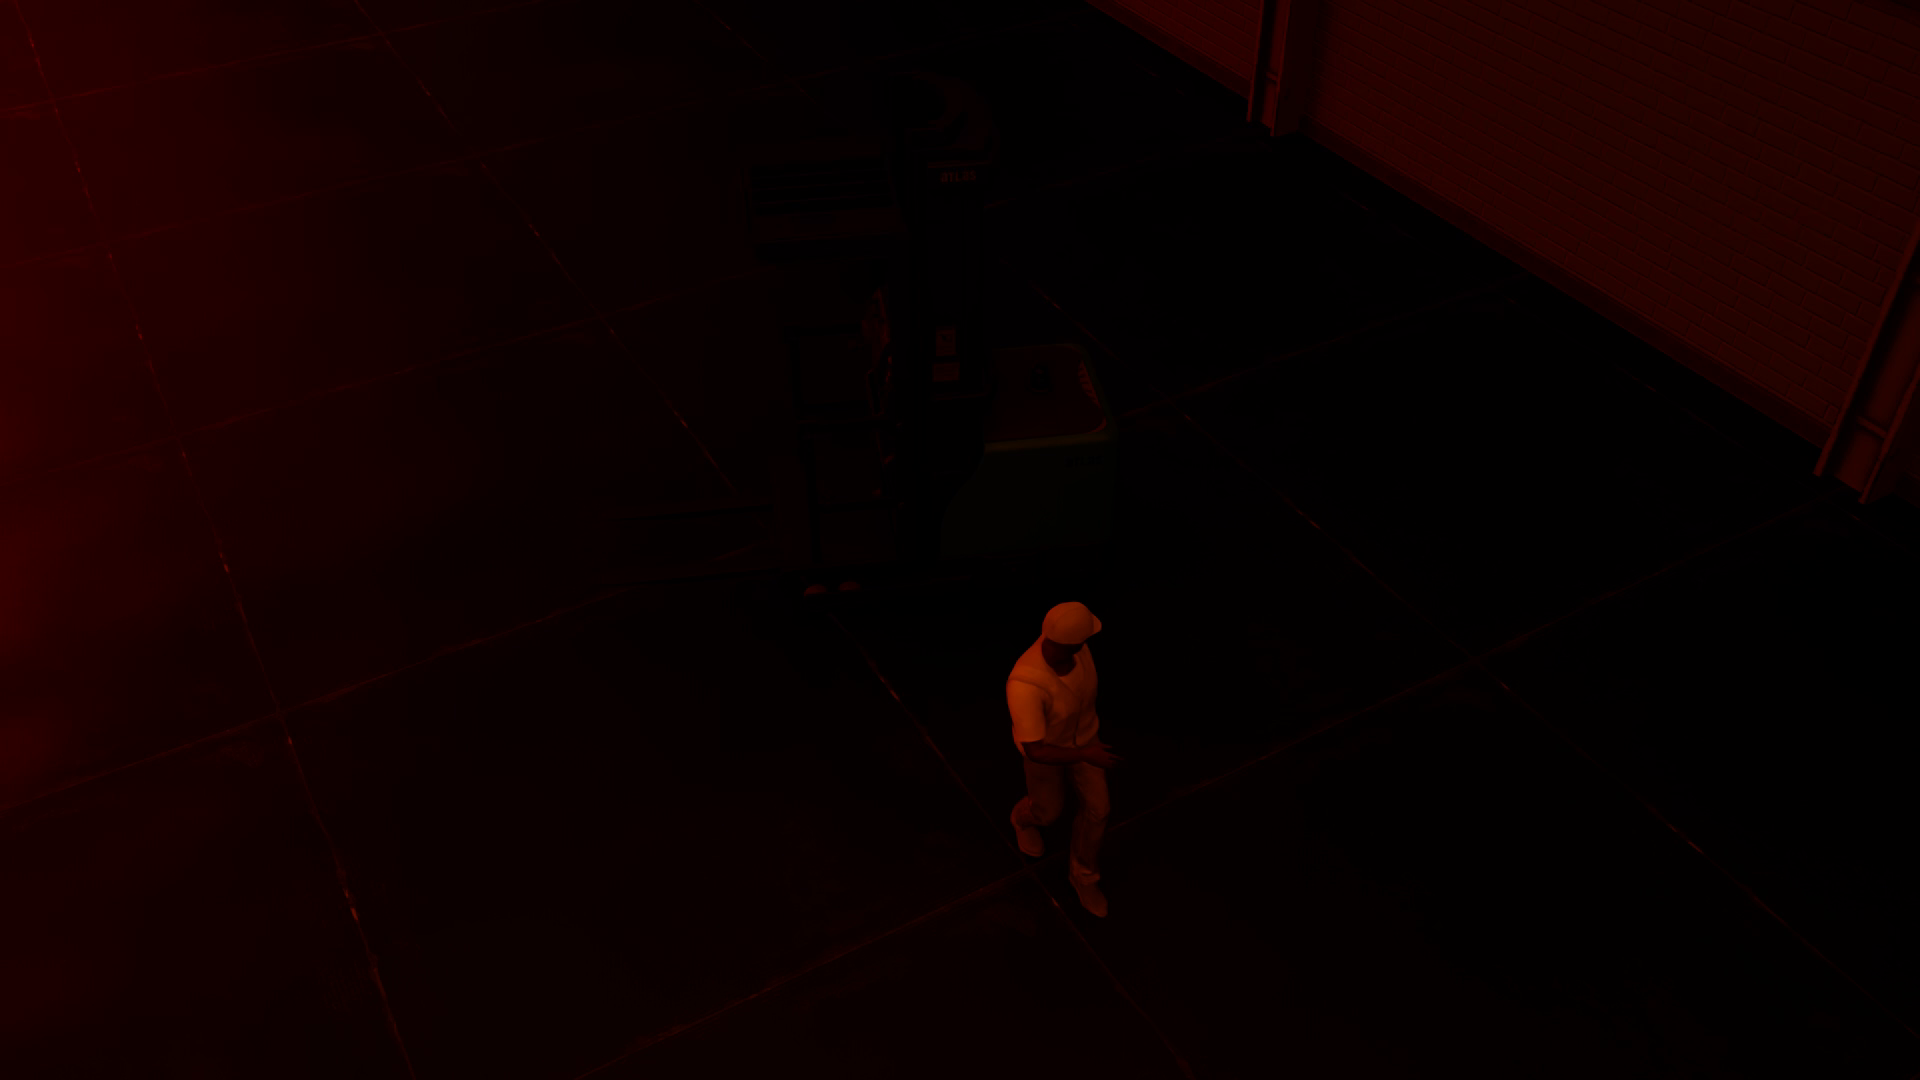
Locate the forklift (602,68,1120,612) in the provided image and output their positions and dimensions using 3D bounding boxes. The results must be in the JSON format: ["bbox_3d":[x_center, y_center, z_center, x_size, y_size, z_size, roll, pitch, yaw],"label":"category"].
[{"bbox_3d":[-0.641,-1.064,9.319,3.031,2.935,1.130,-6,40,-7],"label":"forklift"}]

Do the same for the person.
[{"bbox_3d":[0.453,0.959,7.881,0.604,1.738,0.936,-22,45,-24],"label":"person"}]
